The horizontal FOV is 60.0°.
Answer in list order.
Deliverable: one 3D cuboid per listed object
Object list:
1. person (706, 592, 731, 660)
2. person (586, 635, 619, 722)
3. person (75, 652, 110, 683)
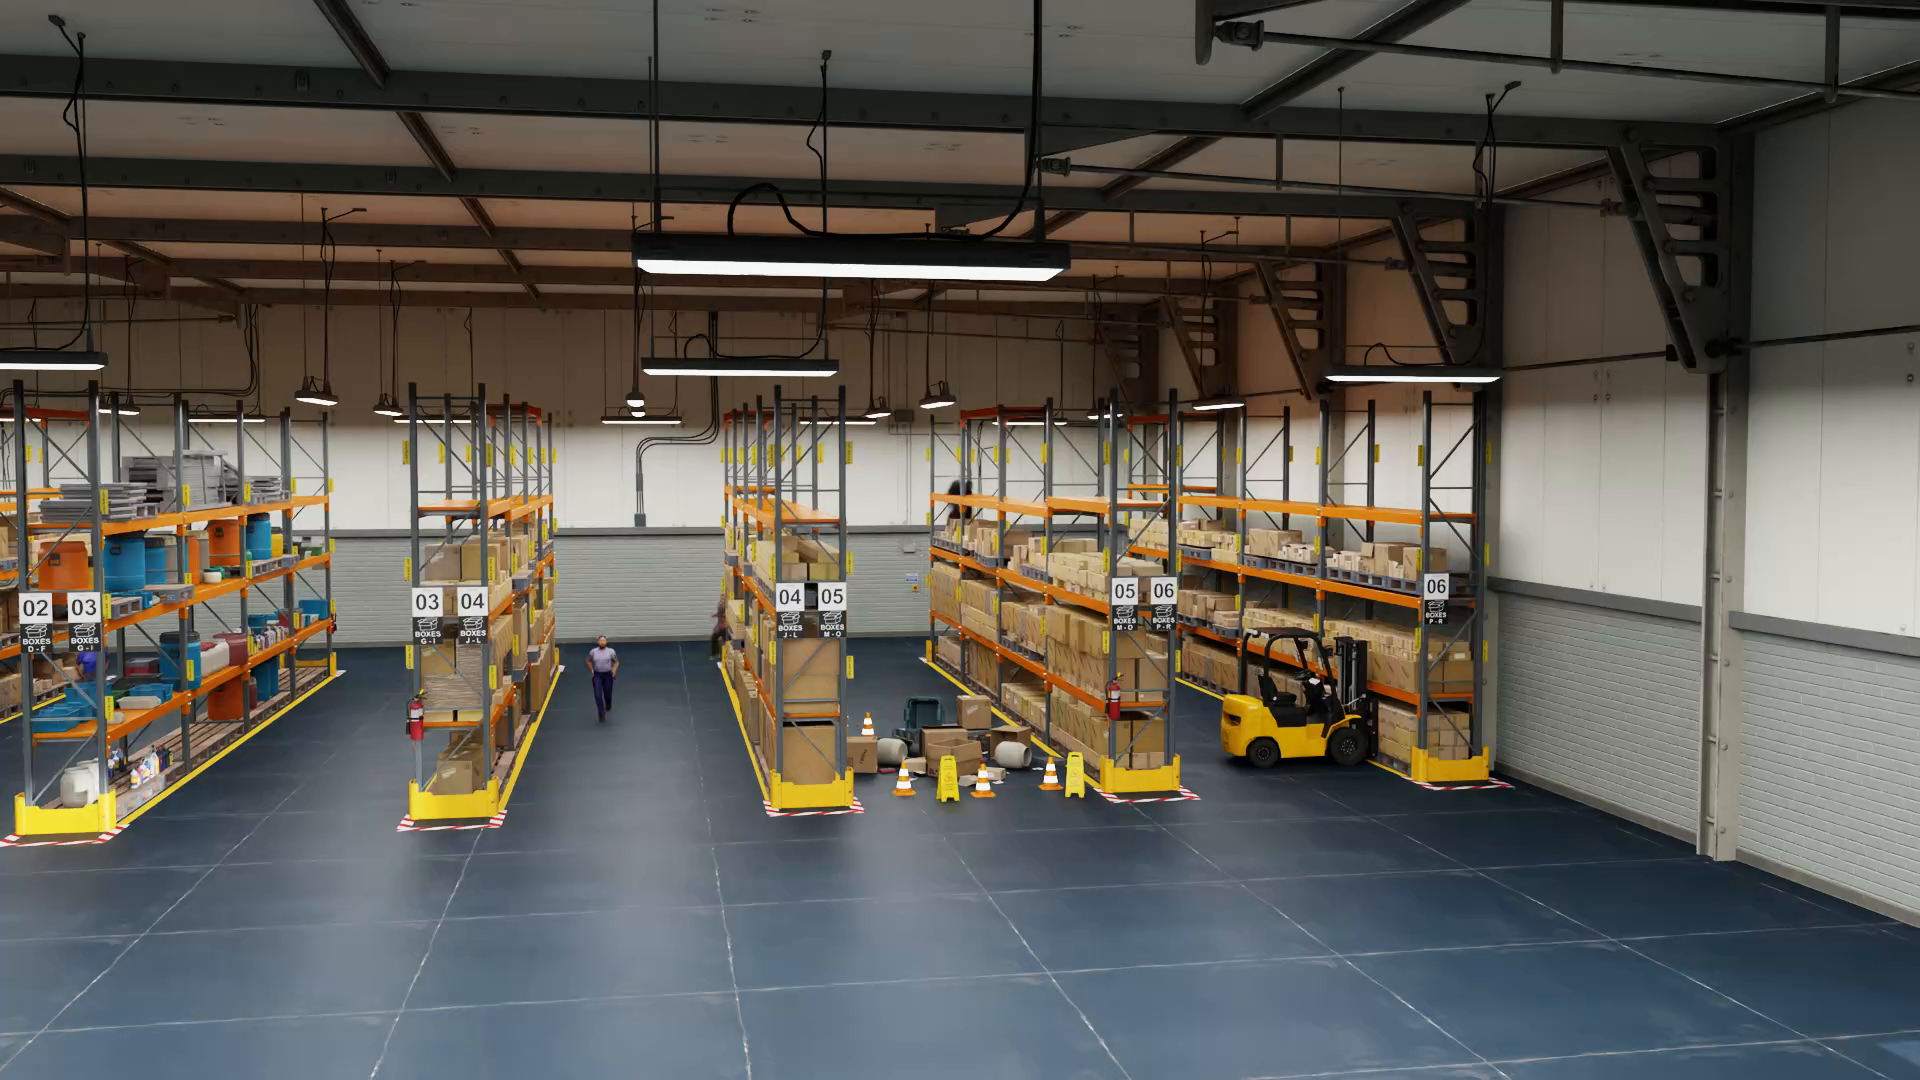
[{"bbox_3d":[-5.775,2.089,40.645,0.795,1.762,0.848,-1,3,-15],"label":"person"},{"bbox_3d":[-6.781,2.618,31.534,0.607,1.617,0.684,-1,3,-10],"label":"person"},{"bbox_3d":[-16.327,2.630,31.286,0.555,1.640,0.975,-1,3,-17],"label":"person"}]
